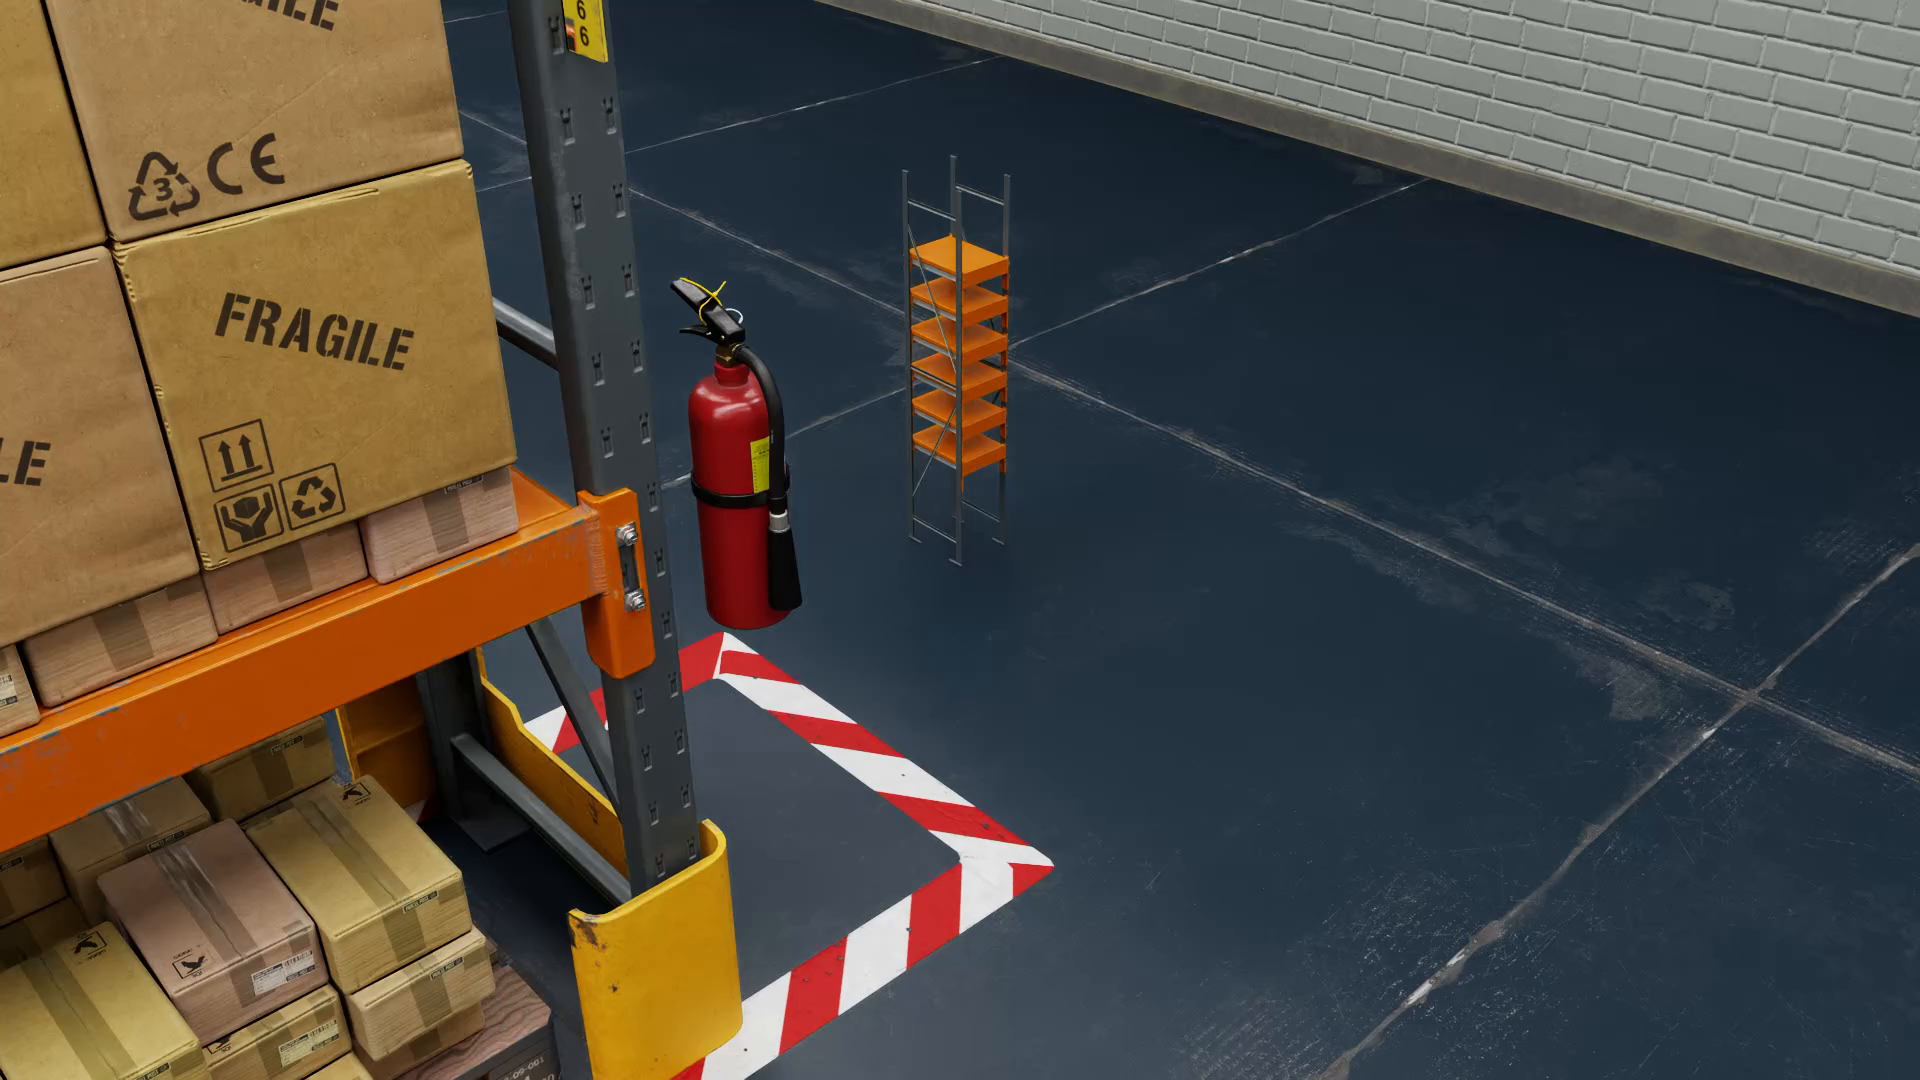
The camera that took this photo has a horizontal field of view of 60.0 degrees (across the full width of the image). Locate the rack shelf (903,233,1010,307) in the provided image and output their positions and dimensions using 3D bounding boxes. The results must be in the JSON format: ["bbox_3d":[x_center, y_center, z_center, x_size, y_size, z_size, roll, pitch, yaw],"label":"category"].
[{"bbox_3d":[-0.011,-0.776,4.764,0.180,0.103,0.258,-26,40,-35],"label":"rack shelf"}]

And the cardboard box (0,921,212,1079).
[{"bbox_3d":[-1.448,0.840,2.760,0.250,0.149,0.380,-27,40,-36],"label":"cardboard box"}]

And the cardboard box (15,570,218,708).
[{"bbox_3d":[-1.334,0.064,2.511,0.250,0.149,0.380,-26,40,-36],"label":"cardboard box"}]

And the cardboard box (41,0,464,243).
[{"bbox_3d":[-1.072,-0.774,2.301,0.500,0.500,0.500,-27,40,-36],"label":"cardboard box"}]

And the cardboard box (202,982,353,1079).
[{"bbox_3d":[-1.327,0.843,3.041,0.250,0.149,0.380,-27,40,-36],"label":"cardboard box"}]

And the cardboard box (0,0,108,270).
[{"bbox_3d":[-1.444,-0.594,2.007,0.500,0.500,0.500,-27,41,-37],"label":"cardboard box"}]

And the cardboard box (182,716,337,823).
[{"bbox_3d":[-1.521,0.404,3.474,0.380,0.149,0.250,27,41,37],"label":"cardboard box"}]

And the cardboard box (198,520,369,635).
[{"bbox_3d":[-1.160,-0.031,2.665,0.250,0.149,0.380,-26,40,-36],"label":"cardboard box"}]

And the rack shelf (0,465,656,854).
[{"bbox_3d":[-2.372,0.581,2.114,4.000,0.370,1.077,-26,40,-35],"label":"rack shelf"}]

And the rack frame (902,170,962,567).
[{"bbox_3d":[-0.078,-0.474,4.876,0.006,1.200,0.240,-26,40,-35],"label":"rack frame"}]

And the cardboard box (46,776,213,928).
[{"bbox_3d":[-1.641,0.548,3.239,0.250,0.149,0.380,-25,39,-35],"label":"cardboard box"}]

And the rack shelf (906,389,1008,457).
[{"bbox_3d":[-0.011,-0.366,5.014,0.180,0.103,0.258,-26,40,-35],"label":"rack shelf"}]

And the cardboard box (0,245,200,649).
[{"bbox_3d":[-1.441,-0.166,2.266,0.500,0.500,0.500,-27,40,-36],"label":"cardboard box"}]

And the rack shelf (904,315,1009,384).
[{"bbox_3d":[-0.011,-0.571,4.889,0.180,0.103,0.258,-26,40,-35],"label":"rack shelf"}]

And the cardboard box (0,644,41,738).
[{"bbox_3d":[-1.505,0.164,2.348,0.250,0.149,0.380,-25,39,-34],"label":"cardboard box"}]

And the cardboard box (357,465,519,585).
[{"bbox_3d":[-0.952,-0.104,2.786,0.250,0.149,0.380,-26,40,-35],"label":"cardboard box"}]

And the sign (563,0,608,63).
[{"bbox_3d":[-0.543,-0.845,2.343,0.005,0.325,0.100,-26,40,-35],"label":"sign"}]

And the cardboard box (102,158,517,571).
[{"bbox_3d":[-1.060,-0.347,2.561,0.500,0.500,0.500,-25,39,-35],"label":"cardboard box"}]

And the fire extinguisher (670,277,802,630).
[{"bbox_3d":[-0.407,-0.156,3.062,0.183,0.674,0.296,-26,40,-35],"label":"fire extinguisher"}]

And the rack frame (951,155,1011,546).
[{"bbox_3d":[0.056,-0.539,4.982,0.006,1.200,0.240,-26,40,-35],"label":"rack frame"}]

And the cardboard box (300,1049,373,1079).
[{"bbox_3d":[-1.269,0.998,3.072,0.250,0.149,0.380,-24,39,-34],"label":"cardboard box"}]

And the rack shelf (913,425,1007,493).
[{"bbox_3d":[-0.011,-0.264,5.077,0.180,0.103,0.258,-26,40,-35],"label":"rack shelf"}]

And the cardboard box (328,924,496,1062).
[{"bbox_3d":[-1.099,0.771,3.159,0.250,0.149,0.380,-27,41,-37],"label":"cardboard box"}]

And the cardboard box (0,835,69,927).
[{"bbox_3d":[-1.913,0.588,3.173,0.250,0.149,0.380,-26,40,-36],"label":"cardboard box"}]

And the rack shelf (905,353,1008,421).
[{"bbox_3d":[-0.011,-0.469,4.952,0.180,0.103,0.258,-26,40,-35],"label":"rack shelf"}]

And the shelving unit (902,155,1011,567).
[{"bbox_3d":[-0.011,-0.507,4.929,0.189,1.200,0.258,-26,40,-35],"label":"shelving unit"}]

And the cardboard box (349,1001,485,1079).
[{"bbox_3d":[-1.150,0.868,3.285,0.250,0.149,0.380,-25,39,-35],"label":"cardboard box"}]

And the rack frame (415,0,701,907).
[{"bbox_3d":[-0.906,-0.435,3.087,0.127,3.000,1.000,-26,40,-35],"label":"rack frame"}]

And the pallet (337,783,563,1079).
[{"bbox_3d":[-1.581,1.056,3.321,1.213,0.211,1.003,-26,40,-35],"label":"pallet"}]

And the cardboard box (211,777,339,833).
[{"bbox_3d":[-1.464,0.562,3.500,0.250,0.149,0.380,-24,39,-34],"label":"cardboard box"}]

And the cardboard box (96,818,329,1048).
[{"bbox_3d":[-1.345,0.700,2.990,0.250,0.149,0.380,-25,39,-35],"label":"cardboard box"}]

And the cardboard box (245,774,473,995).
[{"bbox_3d":[-1.121,0.633,3.100,0.250,0.149,0.380,-25,40,-35],"label":"cardboard box"}]

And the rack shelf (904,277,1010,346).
[{"bbox_3d":[-0.011,-0.674,4.827,0.180,0.103,0.258,-26,40,-35],"label":"rack shelf"}]

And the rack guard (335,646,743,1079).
[{"bbox_3d":[-0.961,0.658,3.695,0.348,0.500,1.175,-26,40,-35],"label":"rack guard"}]

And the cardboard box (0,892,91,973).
[{"bbox_3d":[-1.823,0.759,3.179,0.250,0.149,0.380,-25,39,-35],"label":"cardboard box"}]
